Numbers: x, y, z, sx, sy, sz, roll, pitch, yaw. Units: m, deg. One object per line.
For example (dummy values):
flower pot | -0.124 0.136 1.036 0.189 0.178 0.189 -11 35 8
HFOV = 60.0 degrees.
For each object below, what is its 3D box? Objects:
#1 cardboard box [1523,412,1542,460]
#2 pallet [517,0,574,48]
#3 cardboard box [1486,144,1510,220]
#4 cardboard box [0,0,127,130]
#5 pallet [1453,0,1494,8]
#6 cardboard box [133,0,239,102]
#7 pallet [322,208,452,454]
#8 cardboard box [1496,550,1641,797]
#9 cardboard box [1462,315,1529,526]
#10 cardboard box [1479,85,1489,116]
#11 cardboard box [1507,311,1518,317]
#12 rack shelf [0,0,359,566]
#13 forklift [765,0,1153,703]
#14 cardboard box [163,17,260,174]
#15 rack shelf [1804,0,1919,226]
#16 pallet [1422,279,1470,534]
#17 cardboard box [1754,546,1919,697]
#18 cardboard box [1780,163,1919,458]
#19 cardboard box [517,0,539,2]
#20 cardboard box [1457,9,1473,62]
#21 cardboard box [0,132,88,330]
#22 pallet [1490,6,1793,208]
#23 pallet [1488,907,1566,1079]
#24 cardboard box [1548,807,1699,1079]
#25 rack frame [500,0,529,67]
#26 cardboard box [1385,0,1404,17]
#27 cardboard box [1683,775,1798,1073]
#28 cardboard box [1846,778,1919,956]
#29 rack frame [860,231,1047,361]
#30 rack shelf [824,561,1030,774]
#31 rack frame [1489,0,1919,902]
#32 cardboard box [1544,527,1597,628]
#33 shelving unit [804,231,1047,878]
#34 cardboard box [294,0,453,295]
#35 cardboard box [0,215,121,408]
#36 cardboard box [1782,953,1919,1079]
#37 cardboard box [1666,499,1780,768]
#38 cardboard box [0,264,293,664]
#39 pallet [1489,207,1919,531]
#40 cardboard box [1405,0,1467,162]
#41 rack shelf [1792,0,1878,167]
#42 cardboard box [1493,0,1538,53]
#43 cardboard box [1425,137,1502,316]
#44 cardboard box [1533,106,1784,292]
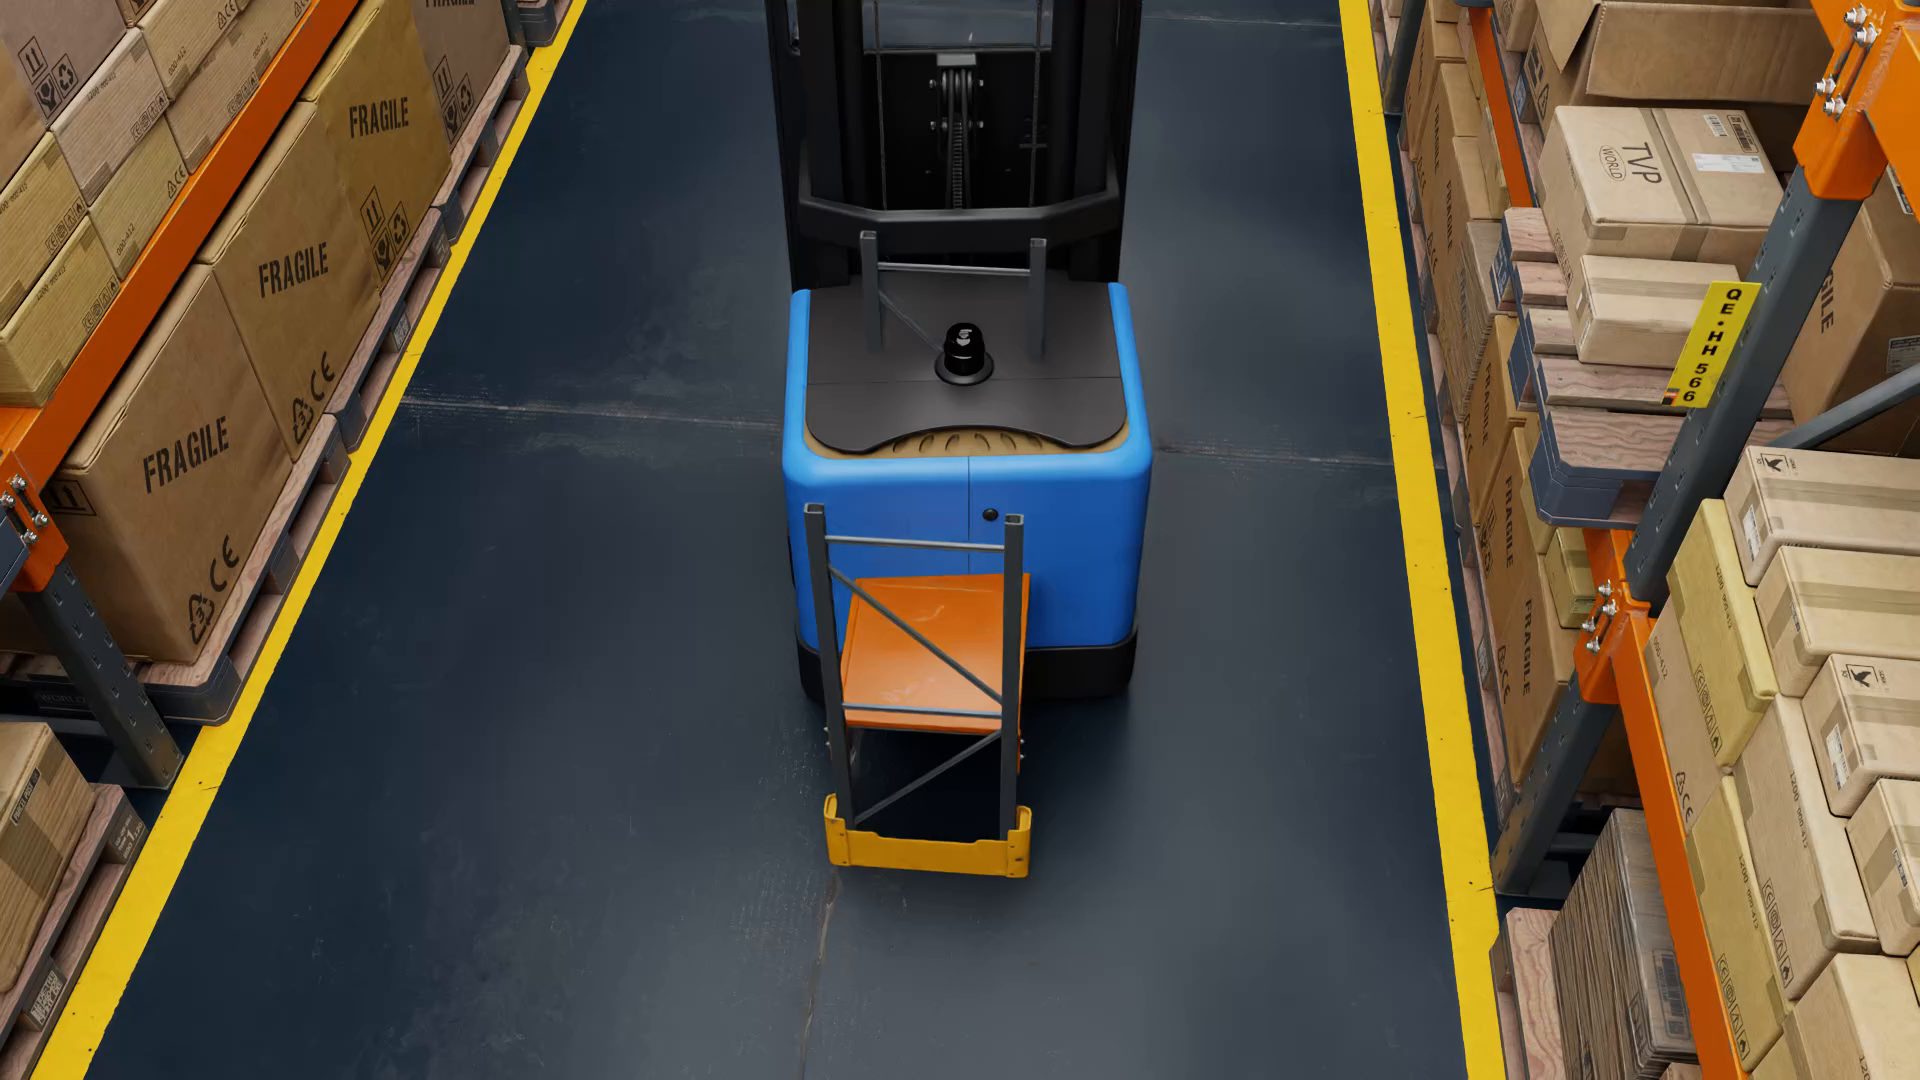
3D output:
cardboard box | 1.905 -0.285 4.948 0.380 0.149 0.250 2 48 2
pallet | -2.381 -2.878 8.239 1.003 0.211 1.213 4 48 4
cardboard box | 2.061 -1.242 5.823 0.380 0.149 0.250 5 48 5
cardboard box | -2.569 -1.408 4.260 0.500 0.500 0.500 4 48 4
pallet | 2.233 -2.290 5.942 1.003 0.211 1.213 4 48 4
cardboard box | -2.495 -1.545 4.893 0.500 0.250 0.500 4 48 3
pallet | -2.632 -0.853 6.387 1.003 0.211 1.213 4 48 4
cardboard box | 1.875 0.382 4.778 0.500 0.500 0.500 5 48 5
cardboard box | 1.976 -0.370 5.465 0.500 0.500 0.500 6 48 5
cardboard box | 2.145 -1.605 6.155 0.380 0.149 0.250 3 48 3
cardboard box | 1.992 -0.865 5.478 0.380 0.149 0.250 2 48 2
rack shelf | -2.711 -1.553 5.625 1.077 0.370 4.000 4 48 4
forklift | -0.027 -1.557 5.188 1.130 2.935 3.031 -1 48 -1
cardboard box | -2.515 -1.382 5.083 0.500 0.250 0.500 5 48 5
rack shelf | 1.868 0.705 1.527 1.077 0.370 4.000 4 48 4
pallet | 2.270 -0.494 6.059 1.003 0.211 1.213 4 48 4
cardboard box | 1.705 0.163 3.061 0.380 0.149 0.250 5 48 4
cardboard box | 2.253 -0.538 3.857 0.500 0.500 0.500 6 48 5
cardboard box | -2.365 -2.997 7.910 0.875 0.438 0.875 3 48 3
cardboard box | 2.169 -1.997 6.514 0.380 0.149 0.250 3 48 2
cardboard box | -2.601 -0.800 4.212 0.500 0.250 0.500 4 48 3
pallet | 2.223 -1.360 5.091 1.003 0.211 1.213 4 48 4
pallet | 1.936 1.548 4.191 1.003 0.211 1.213 4 48 4
cardboard box | 1.980 1.122 4.016 0.875 0.625 0.625 5 48 5
rack frame | -2.529 -3.266 6.704 1.000 3.000 0.127 4 48 4
cardboard box | 2.173 -2.543 7.691 0.380 0.149 0.250 3 48 2
cardboard box | 1.716 0.734 3.147 0.500 0.250 0.500 3 48 3
cardboard box | 1.696 0.546 2.710 0.380 0.149 0.250 4 48 4
rack frame | -0.012 -0.301 5.006 0.500 1.500 0.032 3 48 4
rack shelf | -0.053 0.194 4.796 0.538 0.185 1.000 3 48 4
rack frame | 2.050 0.005 3.713 1.000 3.000 0.127 4 48 4
cardboard box | 1.843 0.108 4.588 0.380 0.149 0.250 2 48 2
shelving unit | -0.054 0.066 4.670 0.587 1.500 1.083 3 48 4
cardboard box | -2.580 -1.565 6.304 0.875 0.875 0.875 5 48 5
cardboard box | -2.598 -0.618 4.384 0.500 0.250 0.500 3 48 3
cardboard box | 1.654 0.948 2.613 0.500 0.250 0.500 3 48 3
cardboard box | 1.742 0.195 3.302 0.500 0.250 0.500 4 48 3
cardboard box | -2.747 -0.253 5.104 0.875 0.875 0.875 3 48 3
pallet | 2.042 -0.433 4.243 1.213 0.211 1.003 4 48 4
cardboard box | 2.147 -1.892 6.857 0.500 0.500 0.500 6 48 5
rack shelf | 2.232 -2.234 4.216 1.077 0.370 4.000 4 48 4
cardboard box | 2.029 -1.812 5.022 0.700 0.500 0.500 4 48 3
cardboard box | 2.058 -1.134 6.164 0.500 0.500 0.500 3 48 2
cardboard box | 1.824 -0.883 4.342 0.500 0.250 0.500 2 48 2
